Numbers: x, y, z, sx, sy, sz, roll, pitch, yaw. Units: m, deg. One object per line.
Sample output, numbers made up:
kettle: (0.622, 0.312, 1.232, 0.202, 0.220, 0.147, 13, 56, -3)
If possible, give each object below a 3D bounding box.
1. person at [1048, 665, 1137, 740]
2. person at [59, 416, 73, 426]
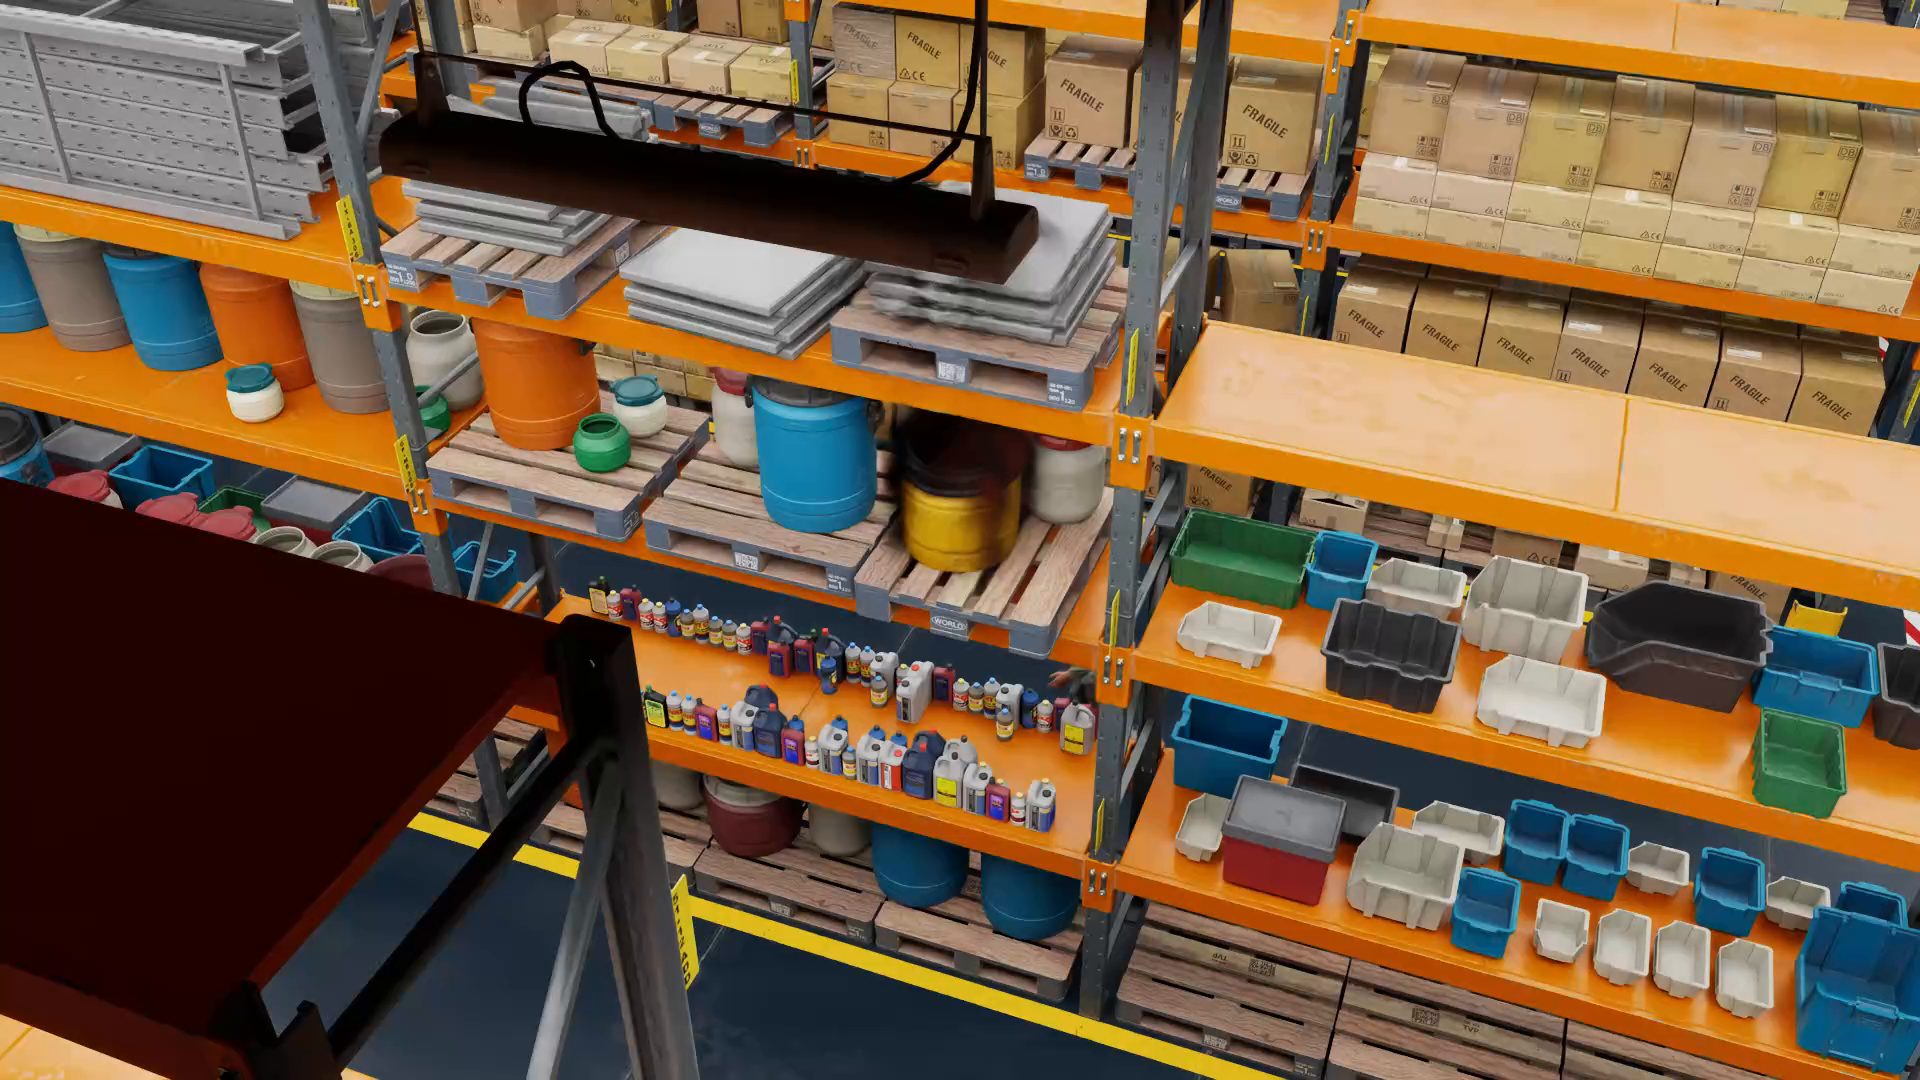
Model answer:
person: (0.944, 0.824, 10.871, 0.861, 1.682, 0.652, 2, 37, 3)
person: (-7.258, -1.210, 13.638, 0.582, 1.687, 0.694, 2, 37, 3)
